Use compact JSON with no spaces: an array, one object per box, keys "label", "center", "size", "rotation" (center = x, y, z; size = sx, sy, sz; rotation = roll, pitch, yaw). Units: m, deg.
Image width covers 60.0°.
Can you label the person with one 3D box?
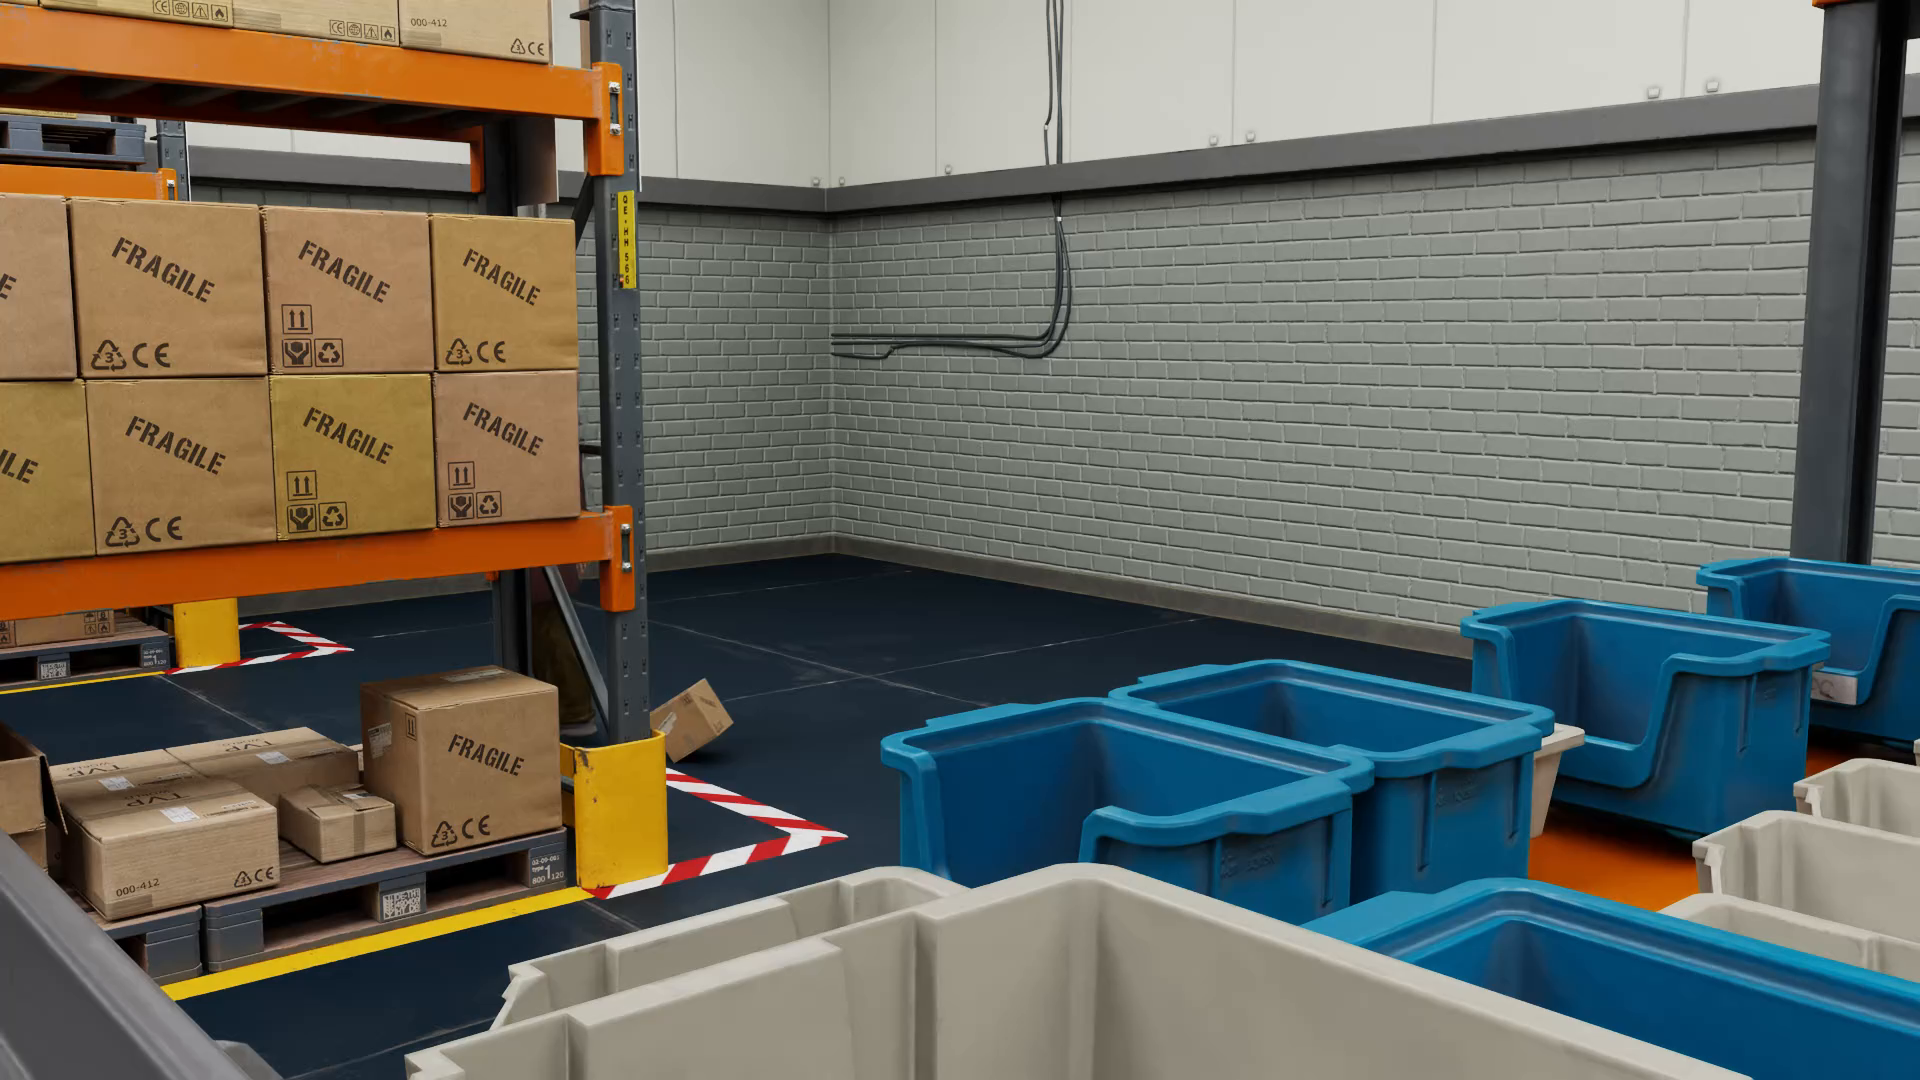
[{"label":"person","center":[-1.977,0.069,7.777],"size":[0.541,1.833,0.620],"rotation":[0,7,1]}]
